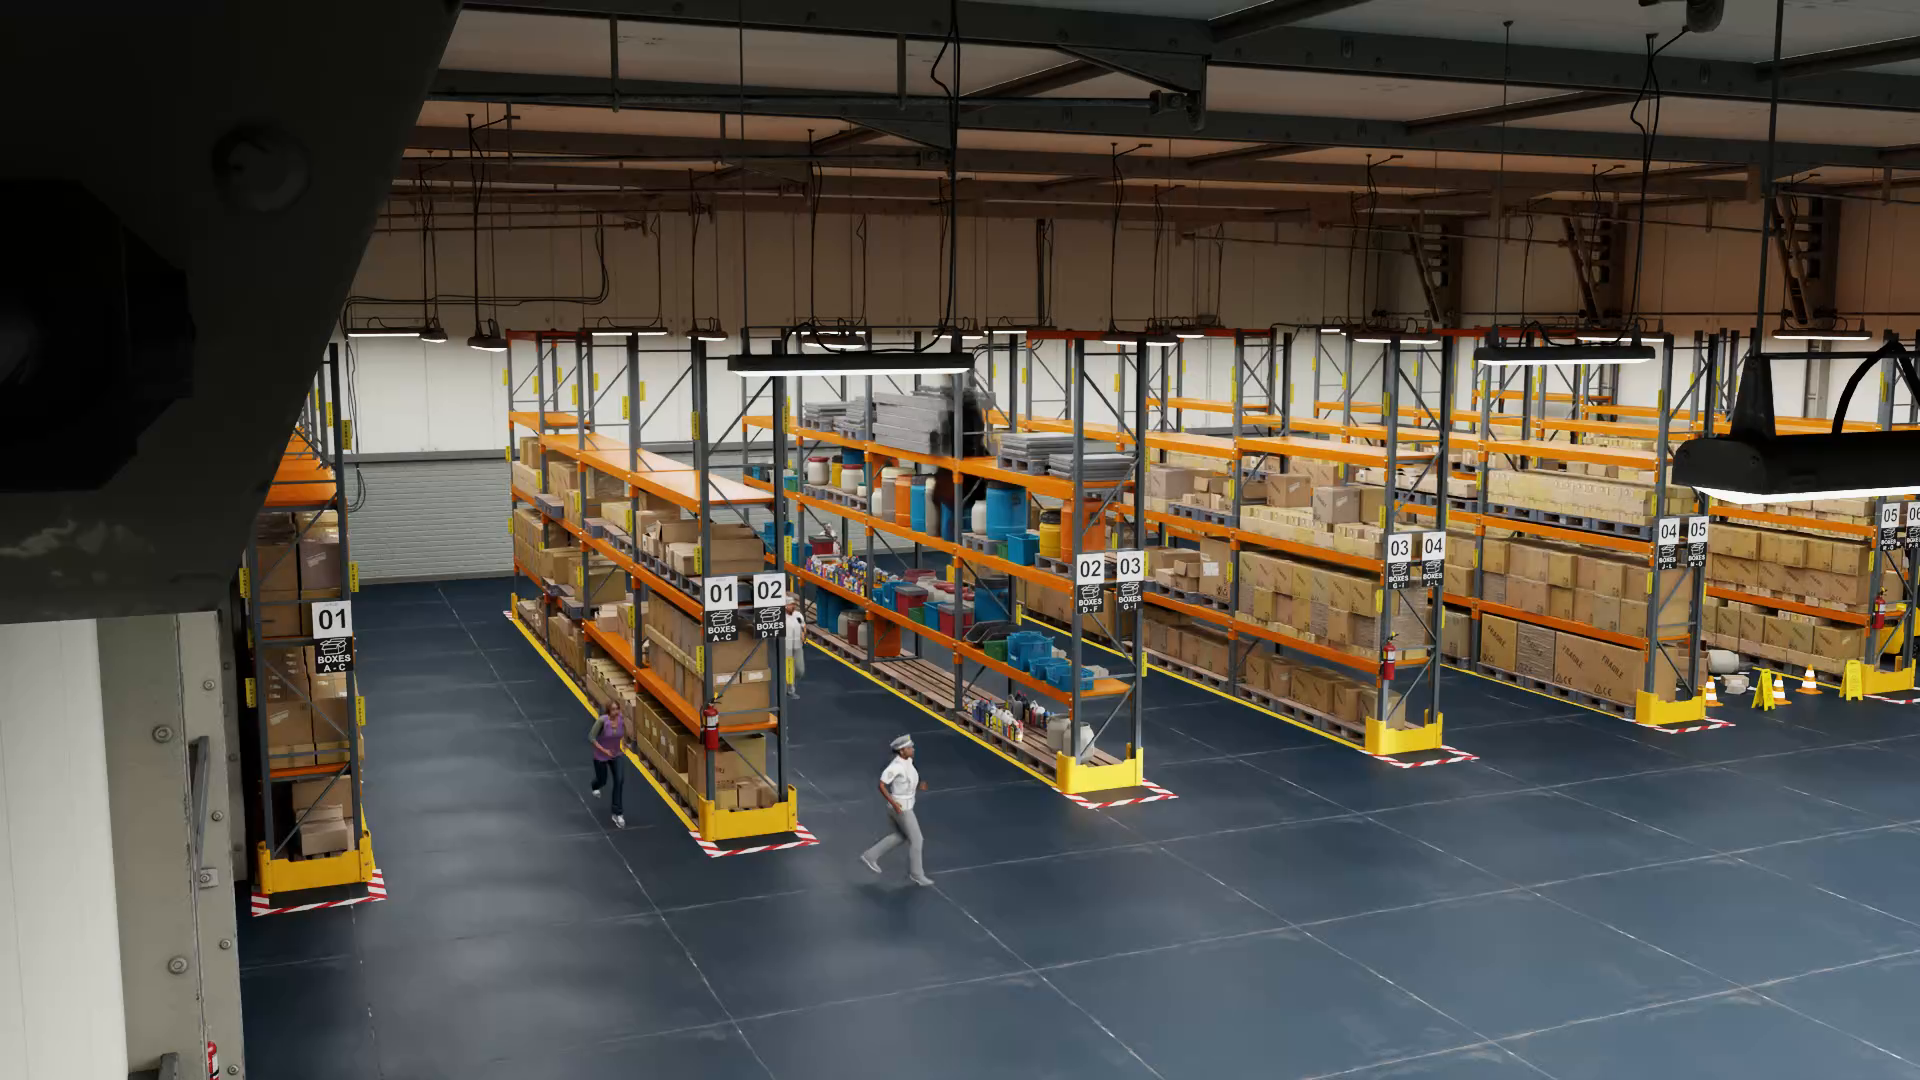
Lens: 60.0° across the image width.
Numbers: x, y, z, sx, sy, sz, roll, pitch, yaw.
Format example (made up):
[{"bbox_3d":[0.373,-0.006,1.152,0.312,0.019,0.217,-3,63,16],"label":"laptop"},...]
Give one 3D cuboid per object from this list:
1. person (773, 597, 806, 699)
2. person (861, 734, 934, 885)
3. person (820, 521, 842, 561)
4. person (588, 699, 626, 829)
[{"bbox_3d":[-2.685,1.701,26.215,0.601,1.643,0.550,-4,9,-28],"label":"person"},{"bbox_3d":[-0.700,2.999,18.549,0.833,1.734,0.579,1,8,6],"label":"person"},{"bbox_3d":[-2.930,0.427,37.344,0.706,1.772,0.606,-6,10,-36],"label":"person"},{"bbox_3d":[-4.430,2.747,20.866,0.541,1.557,1.000,-5,9,-32],"label":"person"}]
